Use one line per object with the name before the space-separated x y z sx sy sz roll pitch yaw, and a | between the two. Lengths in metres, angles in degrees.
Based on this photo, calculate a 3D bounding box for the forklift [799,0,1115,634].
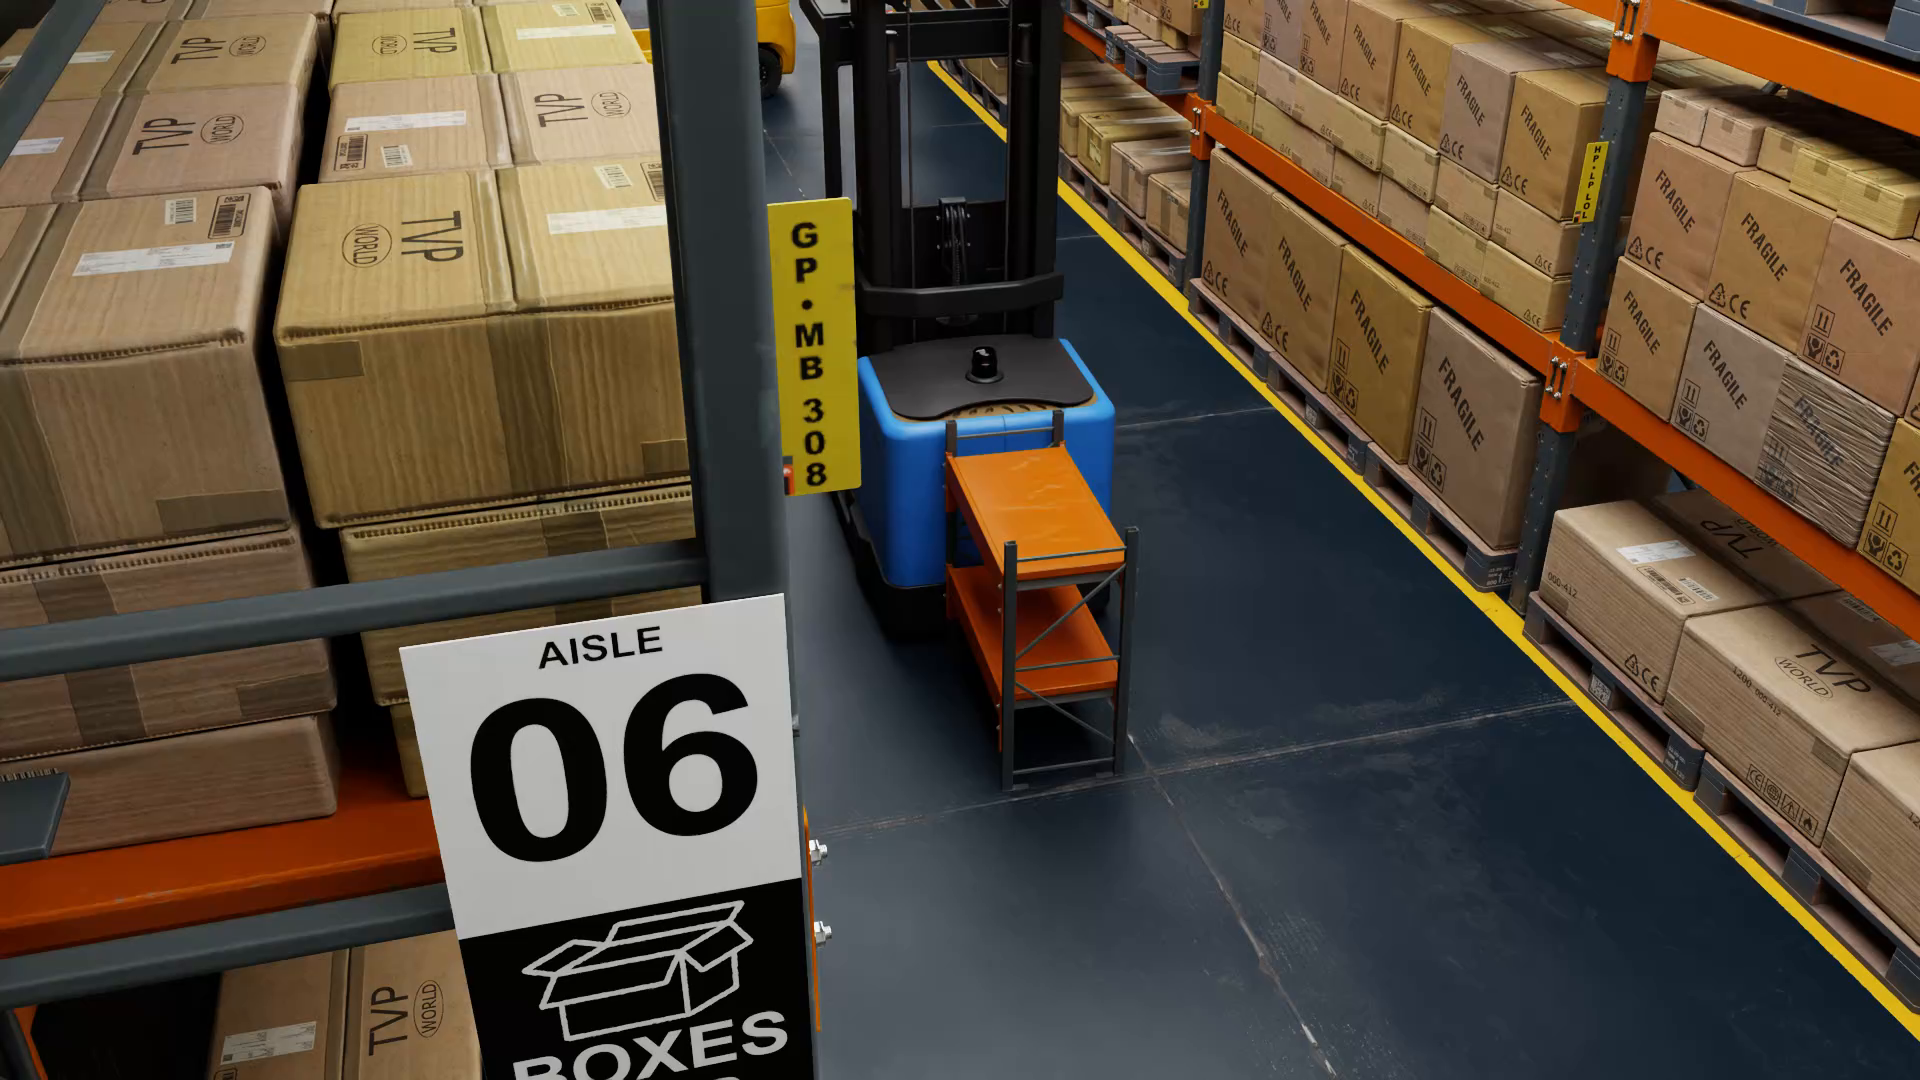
forklift | -0.136 -1.575 8.045 1.130 2.935 3.031 -6 31 -11

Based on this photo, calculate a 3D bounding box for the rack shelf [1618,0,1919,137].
rack shelf | 3.574 -1.059 4.808 1.077 0.370 4.000 -8 31 -13

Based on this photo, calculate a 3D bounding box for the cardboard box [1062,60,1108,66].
cardboard box | 1.024 -4.214 14.862 0.500 0.250 0.500 -9 31 -16

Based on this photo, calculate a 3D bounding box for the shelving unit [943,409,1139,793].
shelving unit | 0.297 0.223 6.741 0.538 1.125 1.048 -6 31 -11

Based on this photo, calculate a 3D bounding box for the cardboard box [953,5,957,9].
cardboard box | 0.231 -4.960 15.401 0.500 0.500 0.500 -6 31 -11

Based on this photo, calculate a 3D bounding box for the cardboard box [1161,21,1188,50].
cardboard box | 1.527 -3.290 10.771 0.380 0.149 0.250 -7 31 -13

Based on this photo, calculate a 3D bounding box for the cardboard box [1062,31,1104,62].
cardboard box | 1.024 -4.539 14.674 0.500 0.500 0.500 -6 31 -11

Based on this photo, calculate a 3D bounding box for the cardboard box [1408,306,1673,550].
cardboard box | 2.802 -0.589 7.975 0.875 0.875 0.875 -7 31 -12

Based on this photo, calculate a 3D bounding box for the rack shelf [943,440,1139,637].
rack shelf | 0.297 -0.030 6.595 0.538 0.278 1.000 -6 31 -11

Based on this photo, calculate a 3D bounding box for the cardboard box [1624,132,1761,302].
cardboard box | 2.936 -1.252 6.320 0.500 0.500 0.500 -8 31 -13

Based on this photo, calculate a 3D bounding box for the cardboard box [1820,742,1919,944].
cardboard box | 3.583 1.075 5.537 0.875 0.438 0.875 -7 31 -12

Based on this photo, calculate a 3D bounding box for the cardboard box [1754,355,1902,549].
cardboard box | 3.171 -0.335 5.734 0.500 0.500 0.500 -8 31 -13

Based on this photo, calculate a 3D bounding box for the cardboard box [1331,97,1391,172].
cardboard box | 2.257 -2.105 8.543 0.500 0.250 0.500 -7 31 -12

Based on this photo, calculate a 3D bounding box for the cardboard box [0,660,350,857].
cardboard box | -0.987 0.243 2.093 0.380 0.149 0.250 -7 31 -12

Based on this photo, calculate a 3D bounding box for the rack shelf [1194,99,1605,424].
rack shelf | 2.513 -1.692 8.898 1.077 0.370 4.000 -8 31 -13

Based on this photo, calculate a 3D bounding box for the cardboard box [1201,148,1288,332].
cardboard box | 2.085 -1.887 10.218 0.875 0.875 0.875 -8 31 -14

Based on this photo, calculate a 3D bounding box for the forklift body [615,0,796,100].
forklift body | -2.664 -5.131 14.968 2.313 2.155 1.214 -8 31 -13

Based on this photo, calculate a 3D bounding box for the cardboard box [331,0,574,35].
cardboard box | -0.963 -1.004 3.350 0.500 0.250 0.500 -7 31 -12

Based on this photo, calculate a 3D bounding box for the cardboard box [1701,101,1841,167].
cardboard box | 2.961 -1.486 6.077 0.380 0.149 0.250 -7 31 -13

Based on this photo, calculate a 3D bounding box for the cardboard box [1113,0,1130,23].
cardboard box | 1.271 -3.659 11.409 0.380 0.149 0.250 -7 31 -12

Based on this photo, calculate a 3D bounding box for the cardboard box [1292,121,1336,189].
cardboard box | 2.156 -2.135 9.094 0.500 0.250 0.500 -7 31 -12

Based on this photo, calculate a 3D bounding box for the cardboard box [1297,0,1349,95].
cardboard box | 2.140 -2.685 8.796 0.500 0.500 0.500 -7 31 -12

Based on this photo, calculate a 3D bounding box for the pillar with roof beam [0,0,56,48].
pillar with roof beam | 1.725 -3.089 4.603 9.100 9.000 0.400 -8 31 -13

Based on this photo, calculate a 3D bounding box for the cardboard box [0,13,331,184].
cardboard box | -1.351 -0.699 2.822 0.500 0.250 0.500 -8 31 -13

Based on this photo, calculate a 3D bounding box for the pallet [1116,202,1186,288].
pallet | 1.776 -2.140 11.737 1.003 0.211 1.213 -8 31 -13

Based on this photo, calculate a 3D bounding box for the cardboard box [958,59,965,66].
cardboard box | 0.223 -4.645 15.607 0.500 0.250 0.500 -7 31 -13

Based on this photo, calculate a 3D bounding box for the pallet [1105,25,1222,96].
pallet | 1.690 -3.217 11.005 1.213 0.211 1.003 -8 31 -13

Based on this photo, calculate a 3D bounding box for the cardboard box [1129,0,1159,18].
cardboard box | 1.445 -3.754 10.926 0.500 0.500 0.500 -8 31 -14

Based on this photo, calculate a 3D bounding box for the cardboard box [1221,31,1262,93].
cardboard box | 1.878 -2.844 9.819 0.500 0.250 0.500 -8 31 -14

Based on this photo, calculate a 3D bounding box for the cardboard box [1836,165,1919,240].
cardboard box | 3.119 -1.108 5.424 0.380 0.149 0.250 -9 31 -15

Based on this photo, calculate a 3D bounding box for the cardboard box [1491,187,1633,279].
cardboard box | 2.692 -1.370 7.273 0.500 0.250 0.500 -8 31 -13

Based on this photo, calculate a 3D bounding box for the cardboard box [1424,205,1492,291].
cardboard box | 2.547 -1.402 7.828 0.500 0.250 0.500 -8 31 -14

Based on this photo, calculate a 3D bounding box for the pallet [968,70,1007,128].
pallet | 0.708 -4.014 14.975 1.003 0.211 1.213 -8 31 -13

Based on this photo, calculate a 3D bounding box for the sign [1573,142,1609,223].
sign | 2.523 -1.428 6.646 0.100 0.325 0.005 -8 31 -13

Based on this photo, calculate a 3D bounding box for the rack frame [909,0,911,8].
rack frame | -0.142 -6.833 17.062 1.000 3.000 0.127 -8 31 -13

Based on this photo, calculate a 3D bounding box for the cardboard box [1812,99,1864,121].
cardboard box | 3.397 -1.546 6.182 0.380 0.149 0.250 -7 31 -12

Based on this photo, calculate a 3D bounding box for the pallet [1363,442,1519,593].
pallet | 2.766 -0.194 8.374 1.003 0.211 1.213 -8 31 -13

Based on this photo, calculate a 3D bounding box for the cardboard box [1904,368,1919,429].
cardboard box | 3.321 -0.514 5.046 0.500 0.500 0.500 -8 31 -14

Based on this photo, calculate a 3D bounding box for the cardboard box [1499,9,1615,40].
cardboard box | 2.911 -2.249 8.043 0.500 0.500 0.500 -9 31 -15

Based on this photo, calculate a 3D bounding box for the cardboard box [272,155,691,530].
cardboard box | -0.555 -0.270 2.082 0.500 0.250 0.500 -8 31 -14

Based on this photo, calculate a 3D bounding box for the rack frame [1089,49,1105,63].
rack frame | 0.920 -4.902 13.724 1.000 3.000 0.127 -8 31 -13

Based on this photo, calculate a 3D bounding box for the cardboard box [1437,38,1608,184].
cardboard box | 2.538 -1.945 7.518 0.500 0.500 0.500 -7 31 -12

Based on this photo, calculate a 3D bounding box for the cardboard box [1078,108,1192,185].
cardboard box | 1.442 -3.011 12.661 0.950 0.372 0.625 -7 31 -12
